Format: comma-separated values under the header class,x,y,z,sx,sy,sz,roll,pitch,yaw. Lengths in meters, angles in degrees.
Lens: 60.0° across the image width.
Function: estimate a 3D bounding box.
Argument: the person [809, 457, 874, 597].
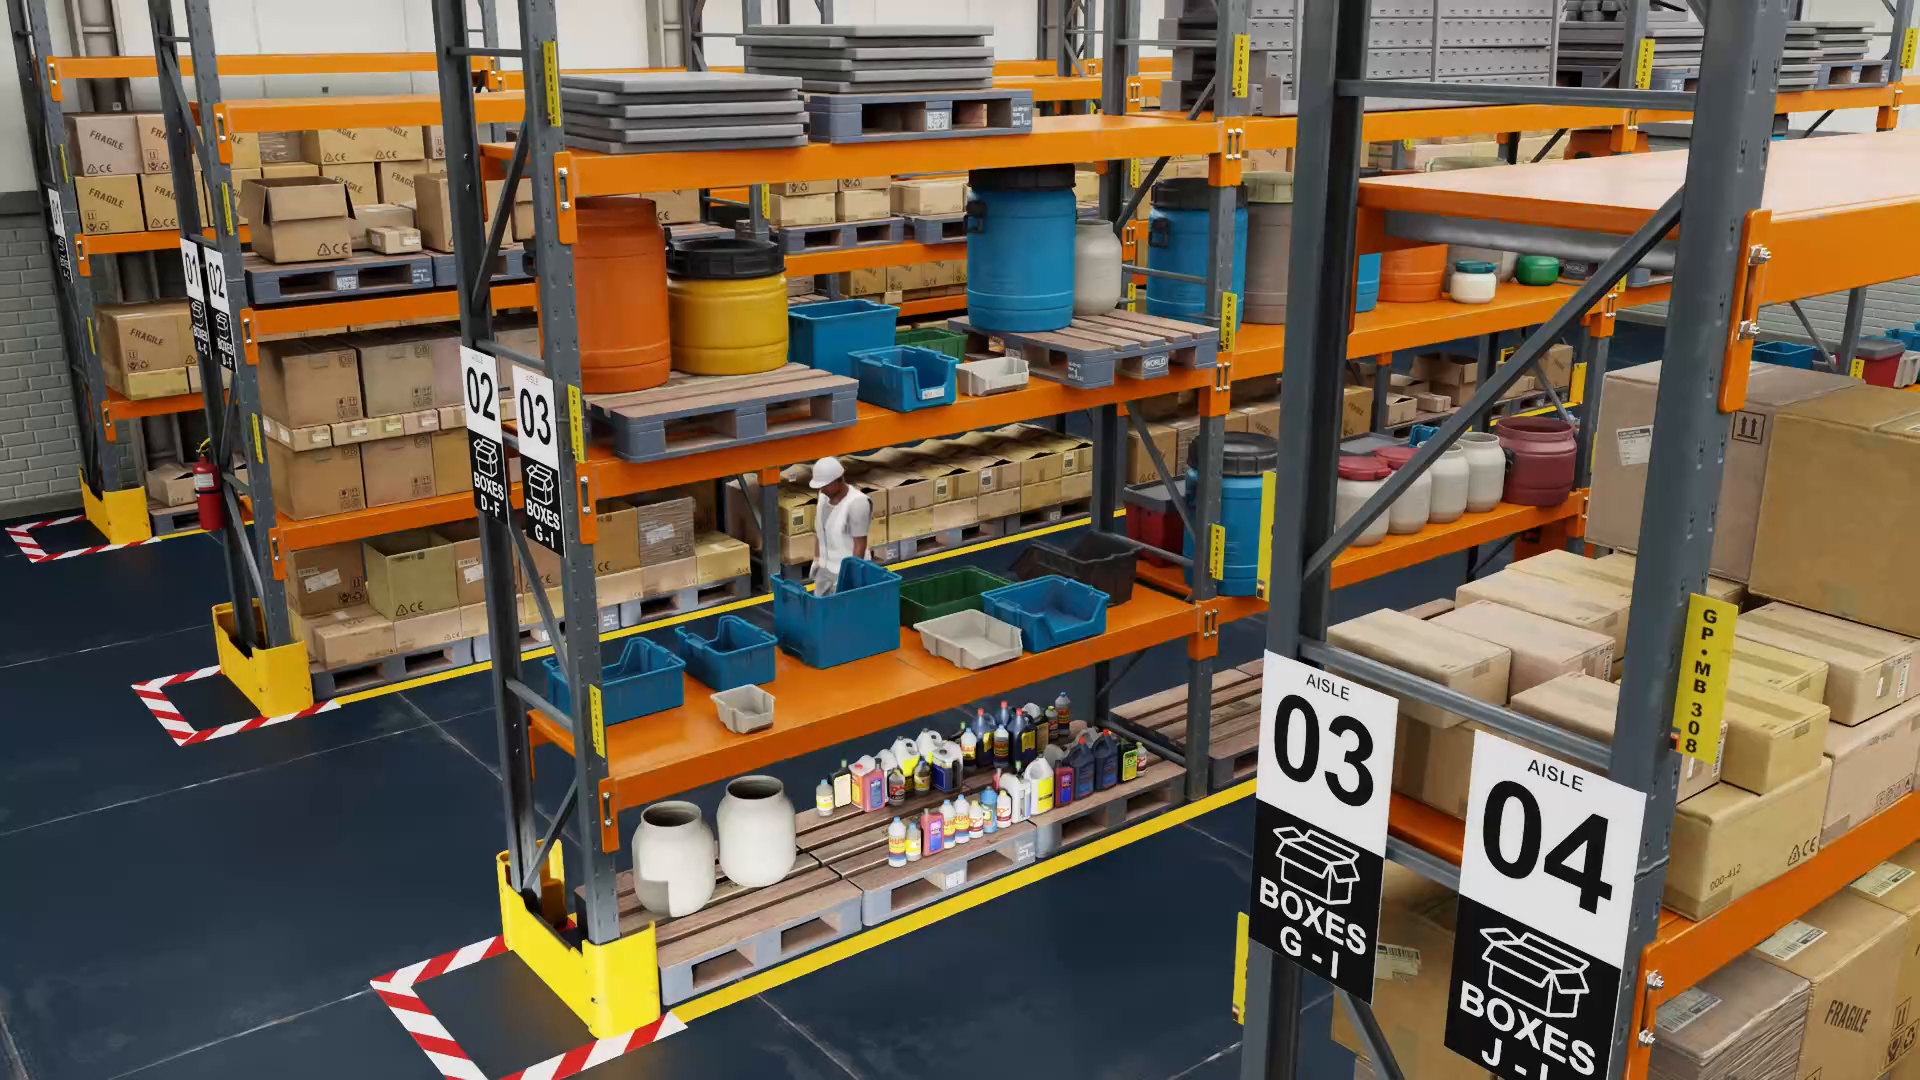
class,x,y,z,sx,sy,sz,roll,pitch,yaw
person,-0.854,0.234,11.851,0.442,1.741,0.569,-13,22,-35
